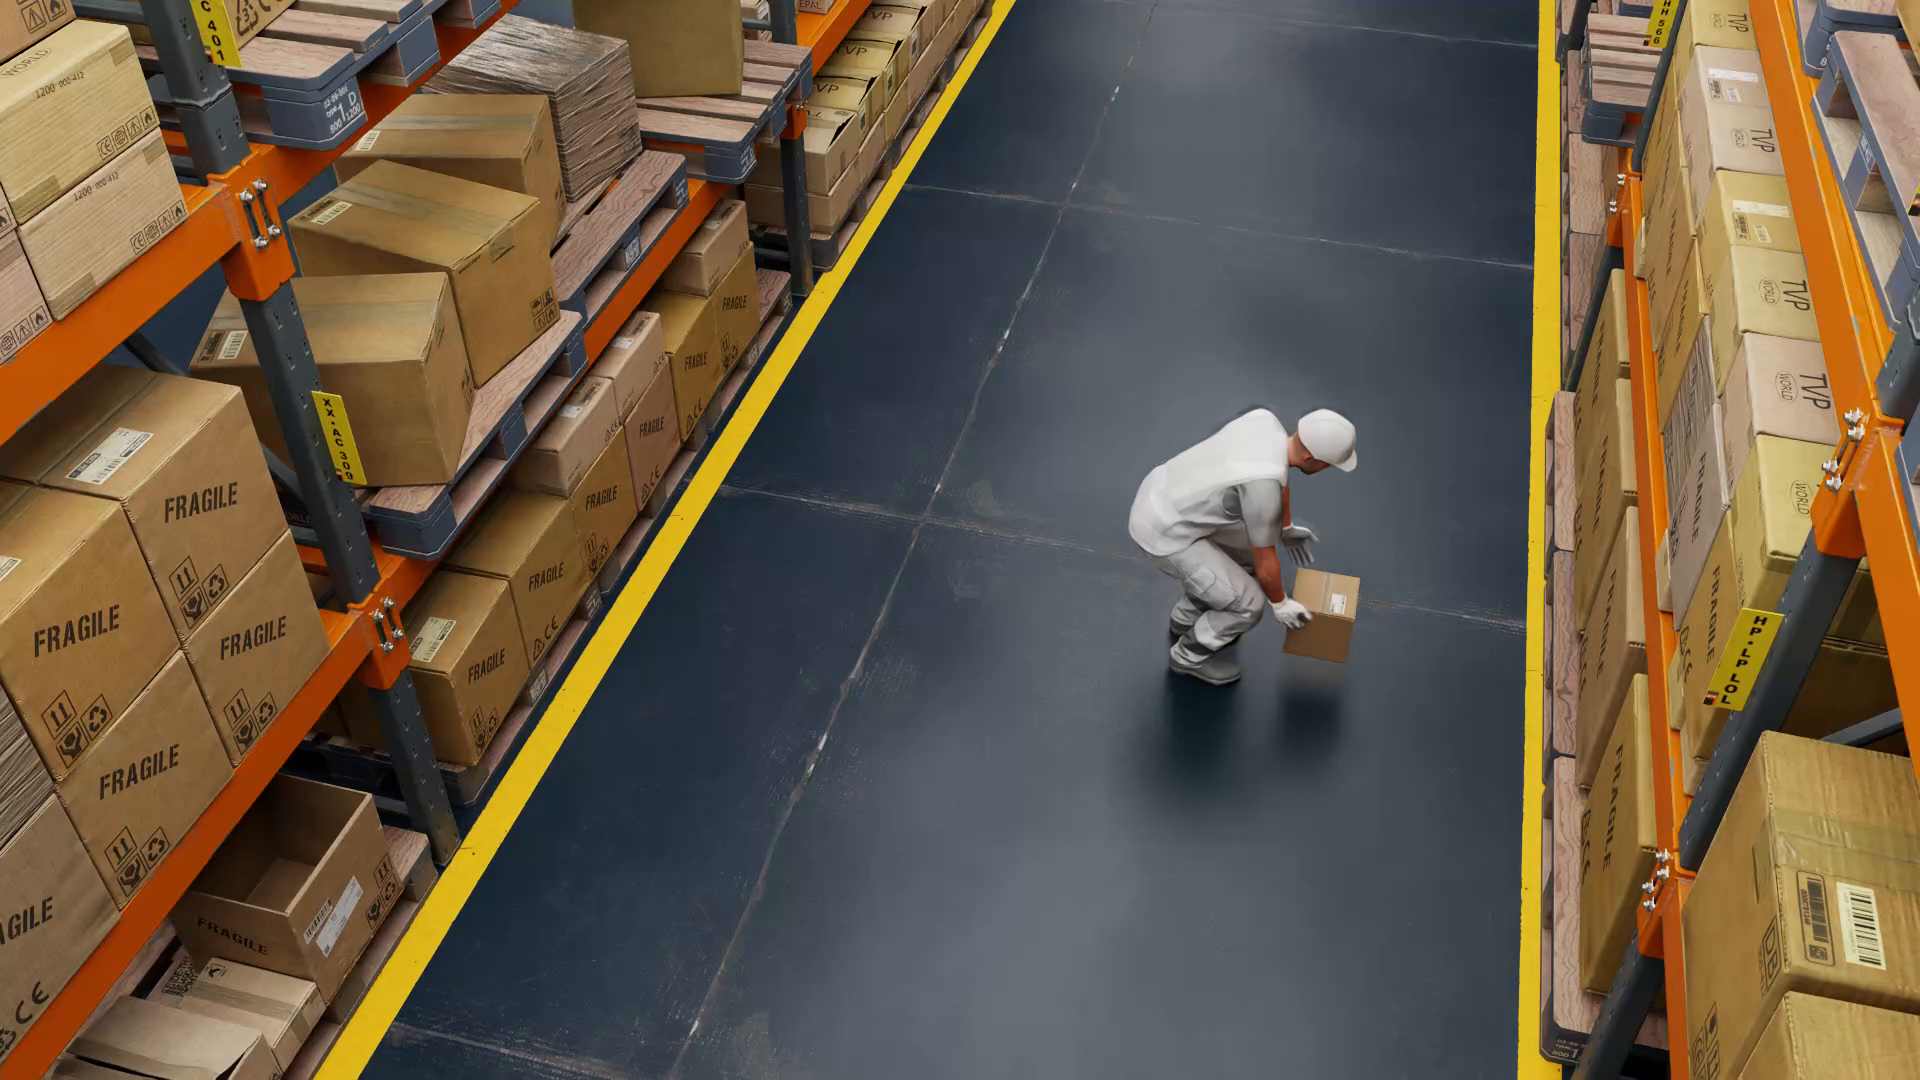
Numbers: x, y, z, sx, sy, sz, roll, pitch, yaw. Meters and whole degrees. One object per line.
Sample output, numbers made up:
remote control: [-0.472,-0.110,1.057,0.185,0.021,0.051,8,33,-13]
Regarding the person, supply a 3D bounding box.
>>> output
person: [1.085,-0.028,6.574,0.824,1.267,0.582,10,42,11]
